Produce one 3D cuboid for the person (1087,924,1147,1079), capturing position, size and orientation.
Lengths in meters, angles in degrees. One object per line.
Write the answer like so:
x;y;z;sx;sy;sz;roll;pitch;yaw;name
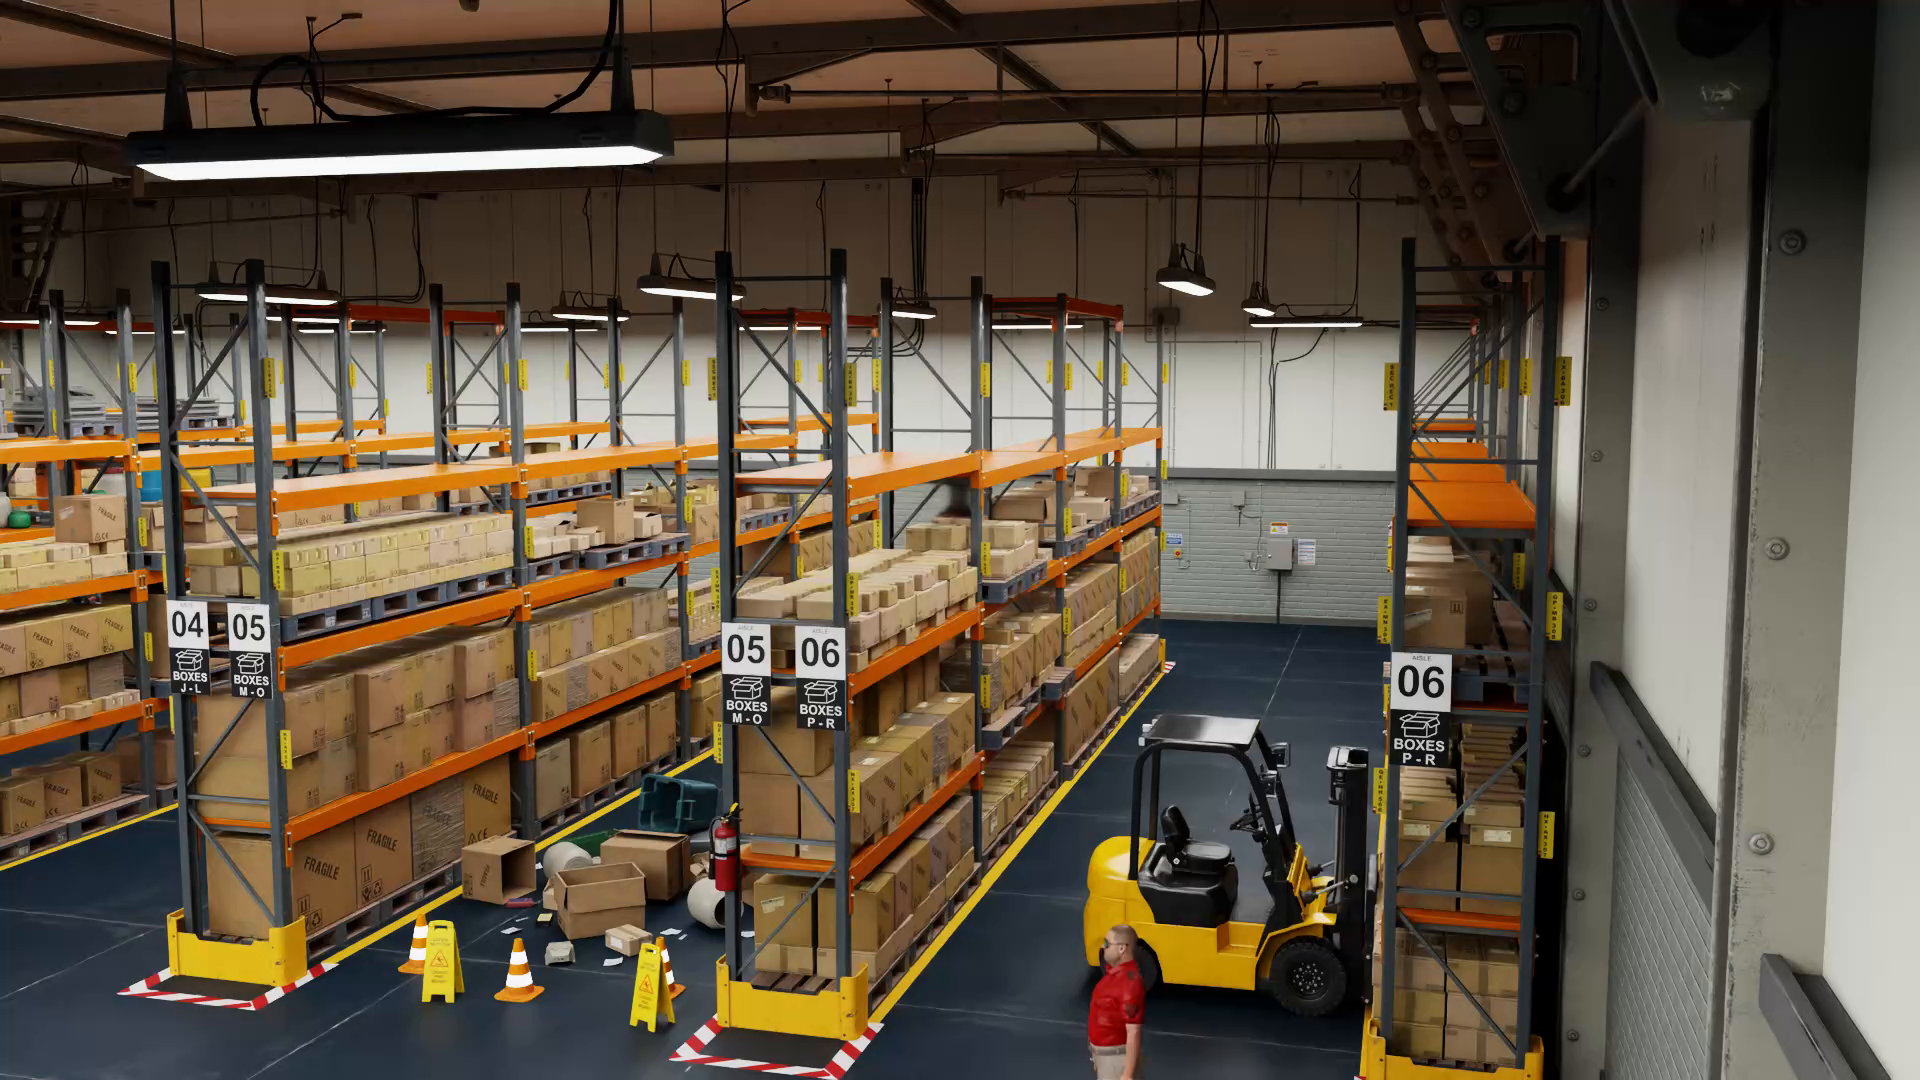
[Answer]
0.938;3.229;10.267;0.407;1.746;0.567;0;6;0;person
